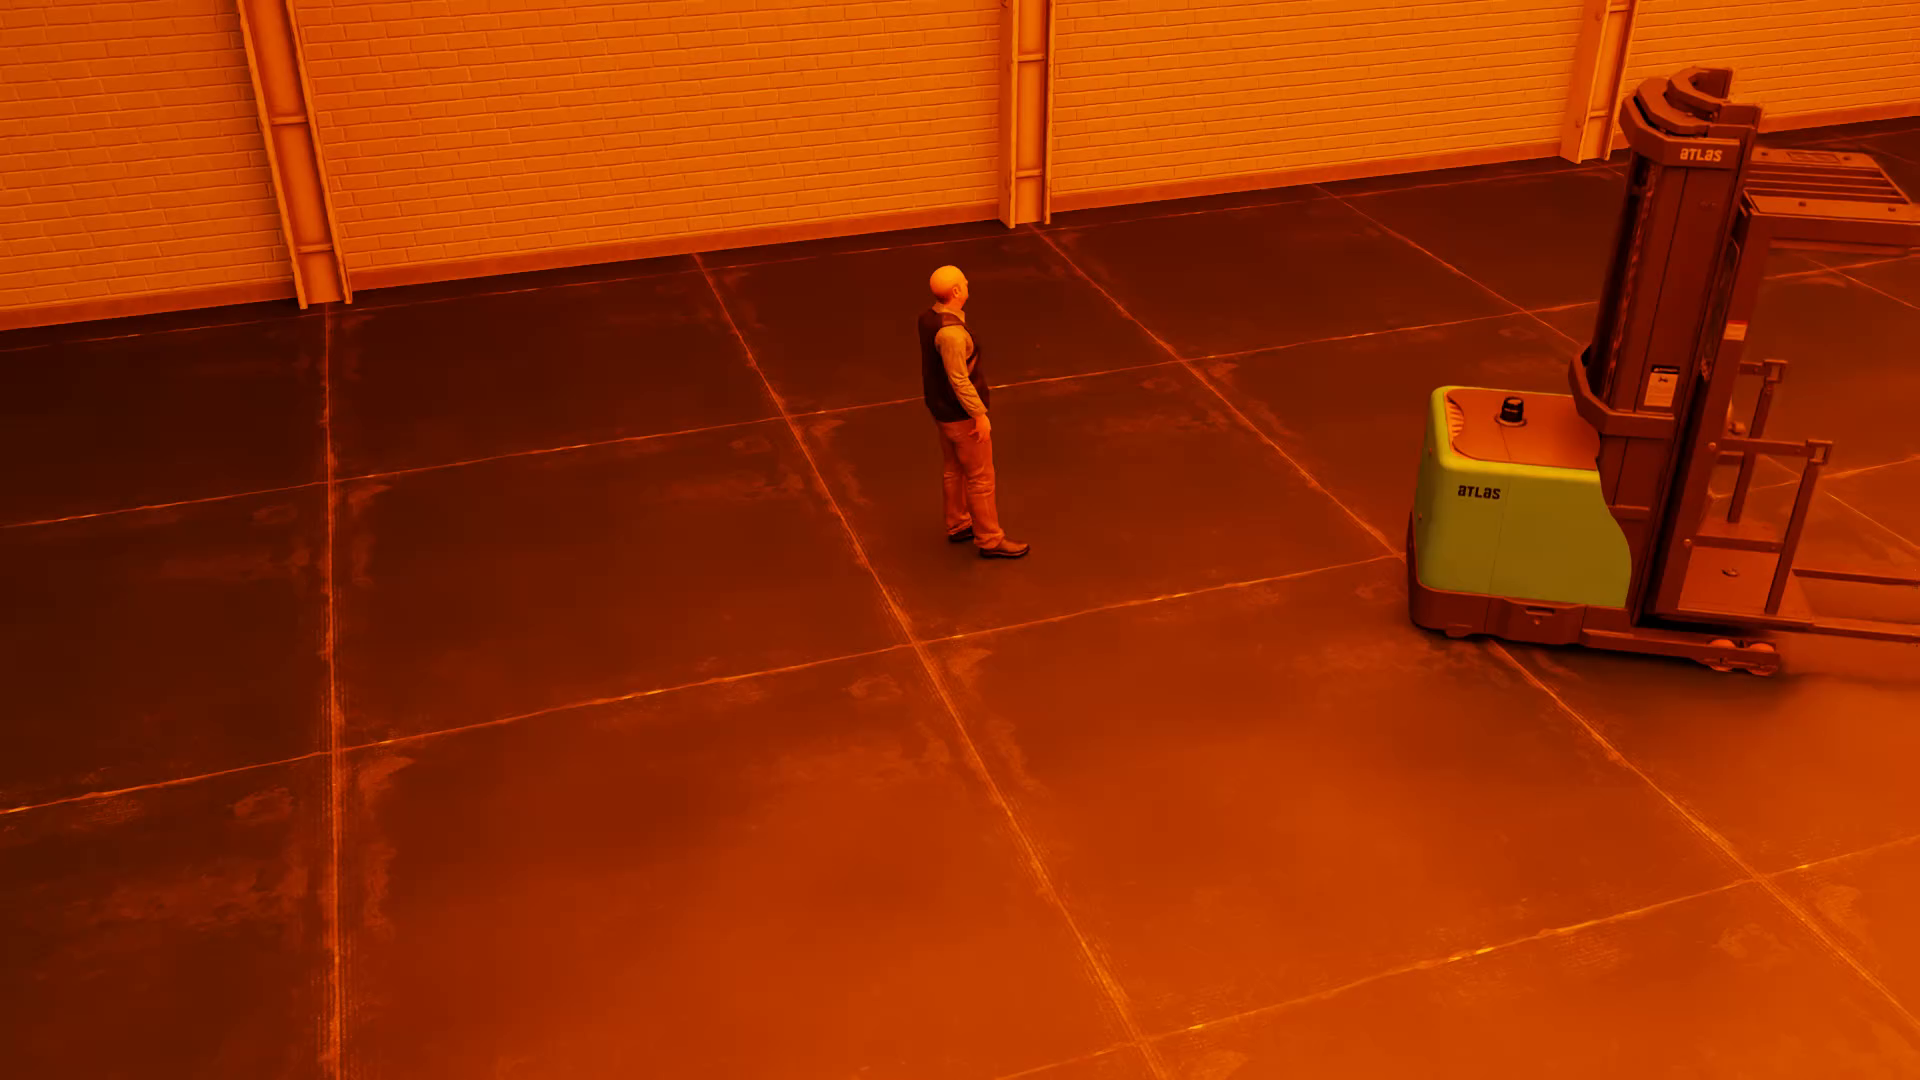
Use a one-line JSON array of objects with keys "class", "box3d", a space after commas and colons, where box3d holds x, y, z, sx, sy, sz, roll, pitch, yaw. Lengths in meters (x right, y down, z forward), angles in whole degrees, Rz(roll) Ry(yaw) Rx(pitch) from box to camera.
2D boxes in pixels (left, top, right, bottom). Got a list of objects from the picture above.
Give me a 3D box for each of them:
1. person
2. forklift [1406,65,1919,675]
[{"class": "person", "box3d": [0.062, -0.759, 9.605, 0.566, 1.722, 0.633, -10, 31, -16]}, {"class": "forklift", "box3d": [4.049, -0.845, 8.556, 3.031, 2.935, 1.130, 6, 30, 10]}]
